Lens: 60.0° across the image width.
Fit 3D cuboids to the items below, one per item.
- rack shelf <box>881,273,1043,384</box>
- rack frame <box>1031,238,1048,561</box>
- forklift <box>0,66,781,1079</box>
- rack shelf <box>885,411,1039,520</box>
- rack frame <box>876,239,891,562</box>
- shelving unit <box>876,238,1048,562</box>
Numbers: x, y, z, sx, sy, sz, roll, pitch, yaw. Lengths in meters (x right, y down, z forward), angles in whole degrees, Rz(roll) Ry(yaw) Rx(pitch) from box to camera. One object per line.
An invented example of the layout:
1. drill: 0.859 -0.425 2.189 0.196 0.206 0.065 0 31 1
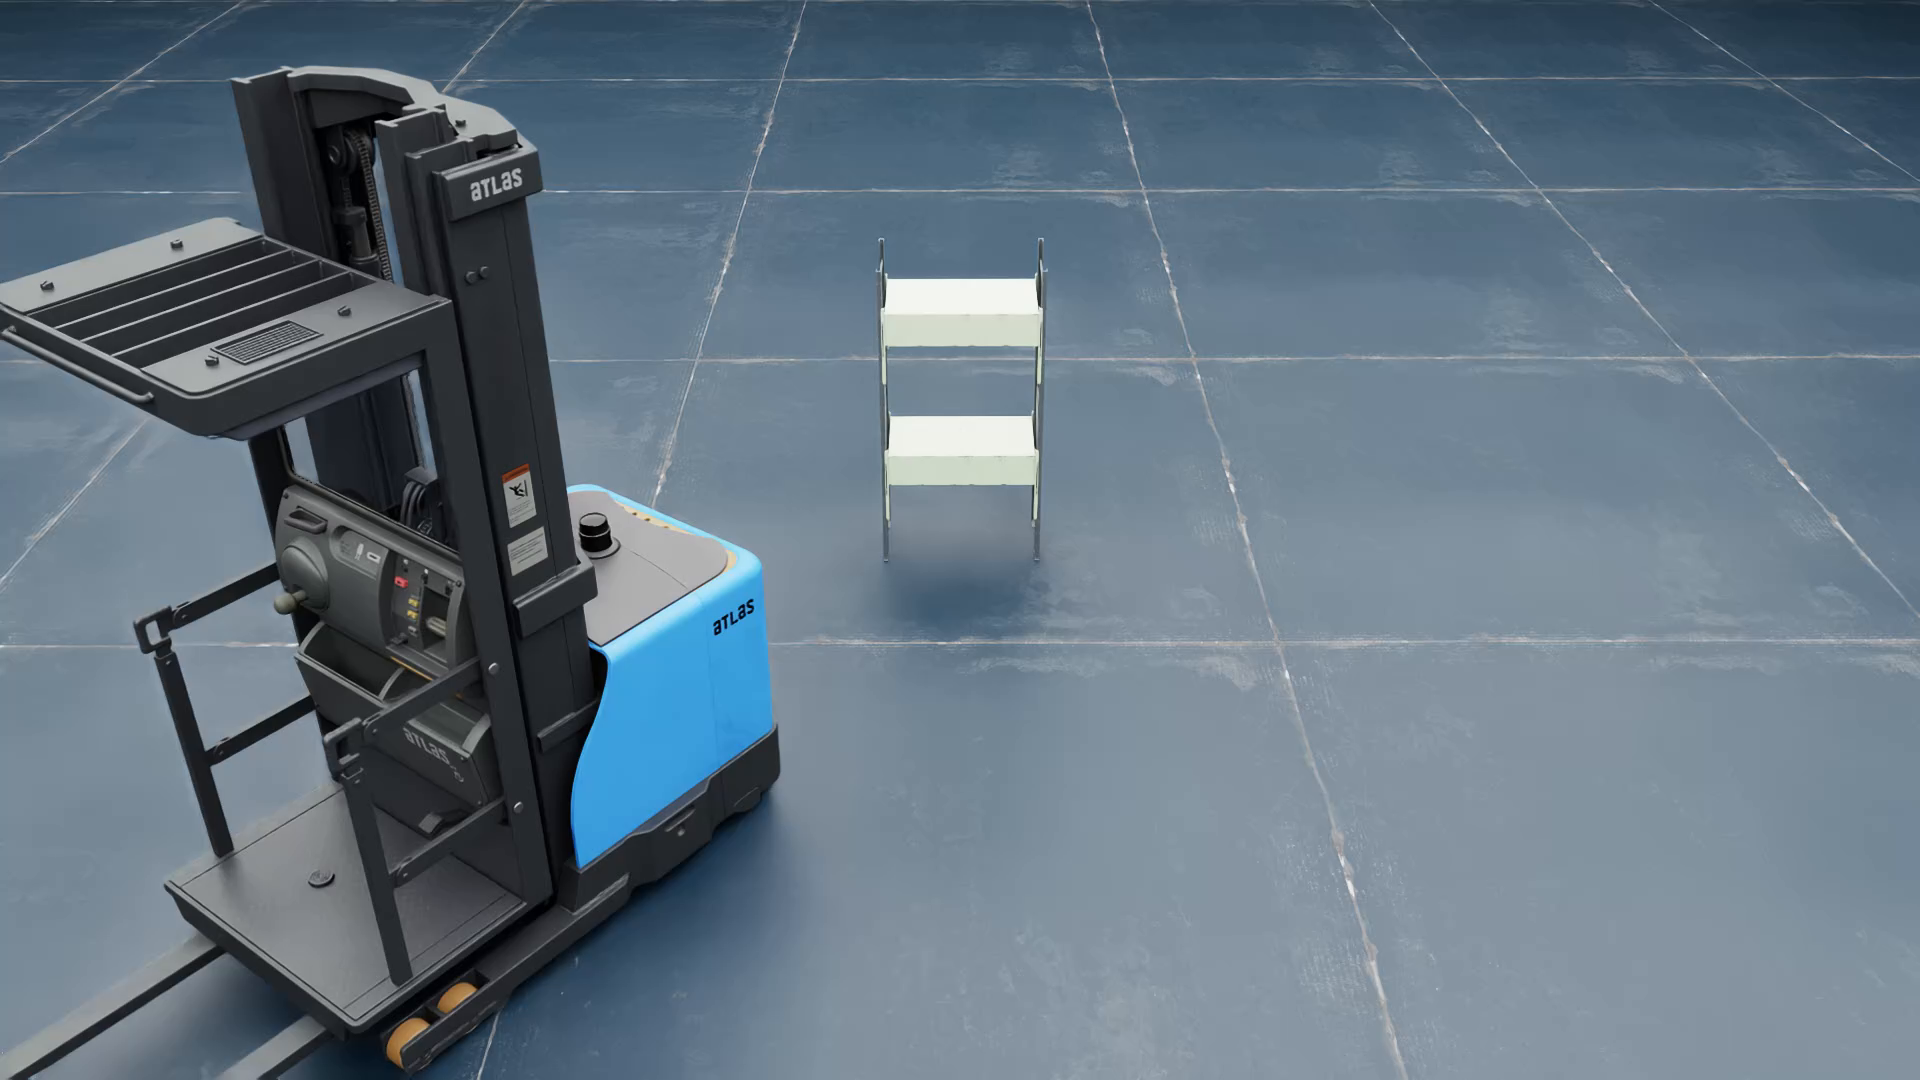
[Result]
1. rack shelf: 0.007 -0.975 7.659 0.720 0.370 0.431 0 31 0
2. rack frame: 0.373 -0.642 7.863 0.023 1.500 0.400 0 31 0
3. forklift: -2.000 0.182 5.124 1.130 2.935 3.031 21 37 31
4. rack shelf: 0.007 -0.363 8.030 0.720 0.370 0.431 0 31 0
5. rack frame: -0.359 -0.640 7.859 0.023 1.500 0.400 0 31 0
6. shelving unit: 0.007 -0.641 7.861 0.755 1.500 0.431 0 31 0
